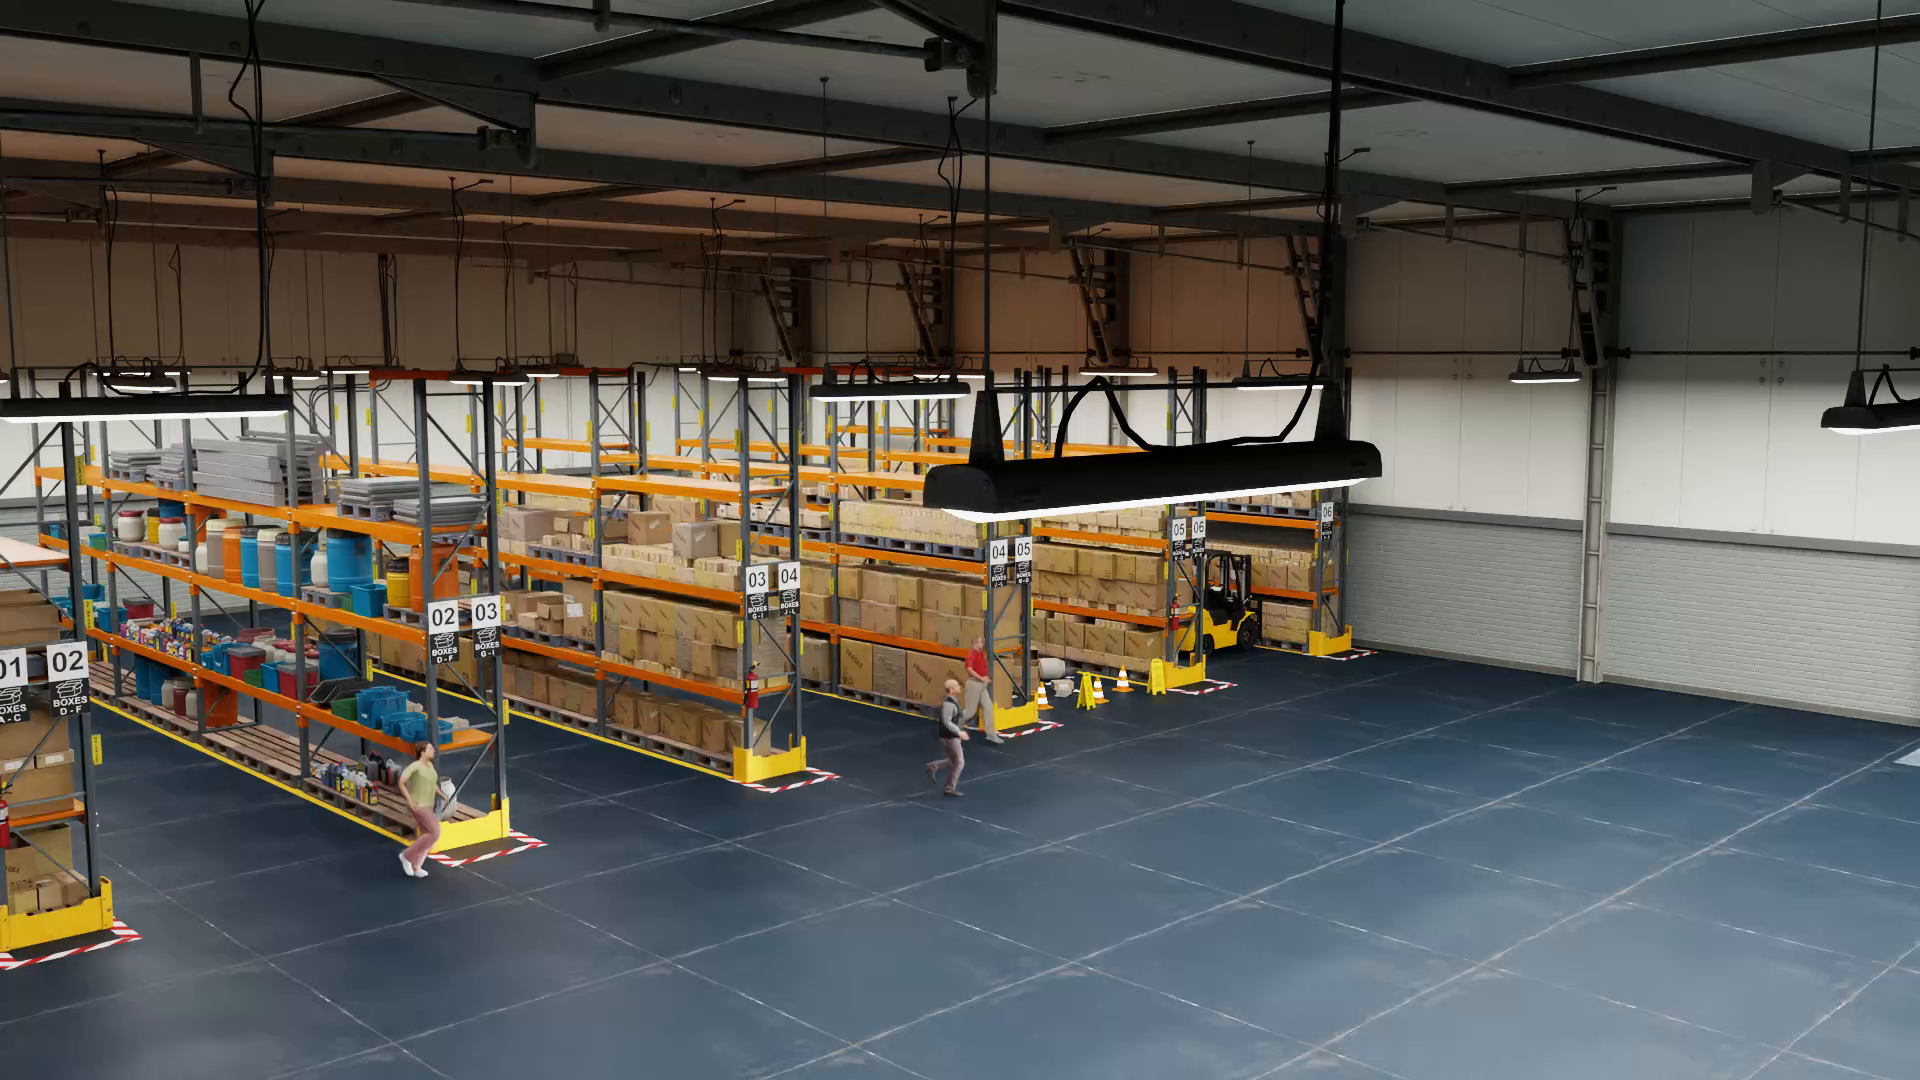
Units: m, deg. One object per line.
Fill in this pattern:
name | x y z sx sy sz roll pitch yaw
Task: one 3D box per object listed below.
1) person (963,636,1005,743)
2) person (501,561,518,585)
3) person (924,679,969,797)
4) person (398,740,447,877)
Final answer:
person | 0.285 2.427 27.076 0.965 1.716 0.737 2 7 14
person | -11.183 0.891 40.708 0.665 1.730 0.940 -3 7 -28
person | -0.194 2.821 23.755 0.649 1.693 0.672 0 6 0
person | -6.511 3.244 20.238 0.494 1.614 0.629 1 6 5
